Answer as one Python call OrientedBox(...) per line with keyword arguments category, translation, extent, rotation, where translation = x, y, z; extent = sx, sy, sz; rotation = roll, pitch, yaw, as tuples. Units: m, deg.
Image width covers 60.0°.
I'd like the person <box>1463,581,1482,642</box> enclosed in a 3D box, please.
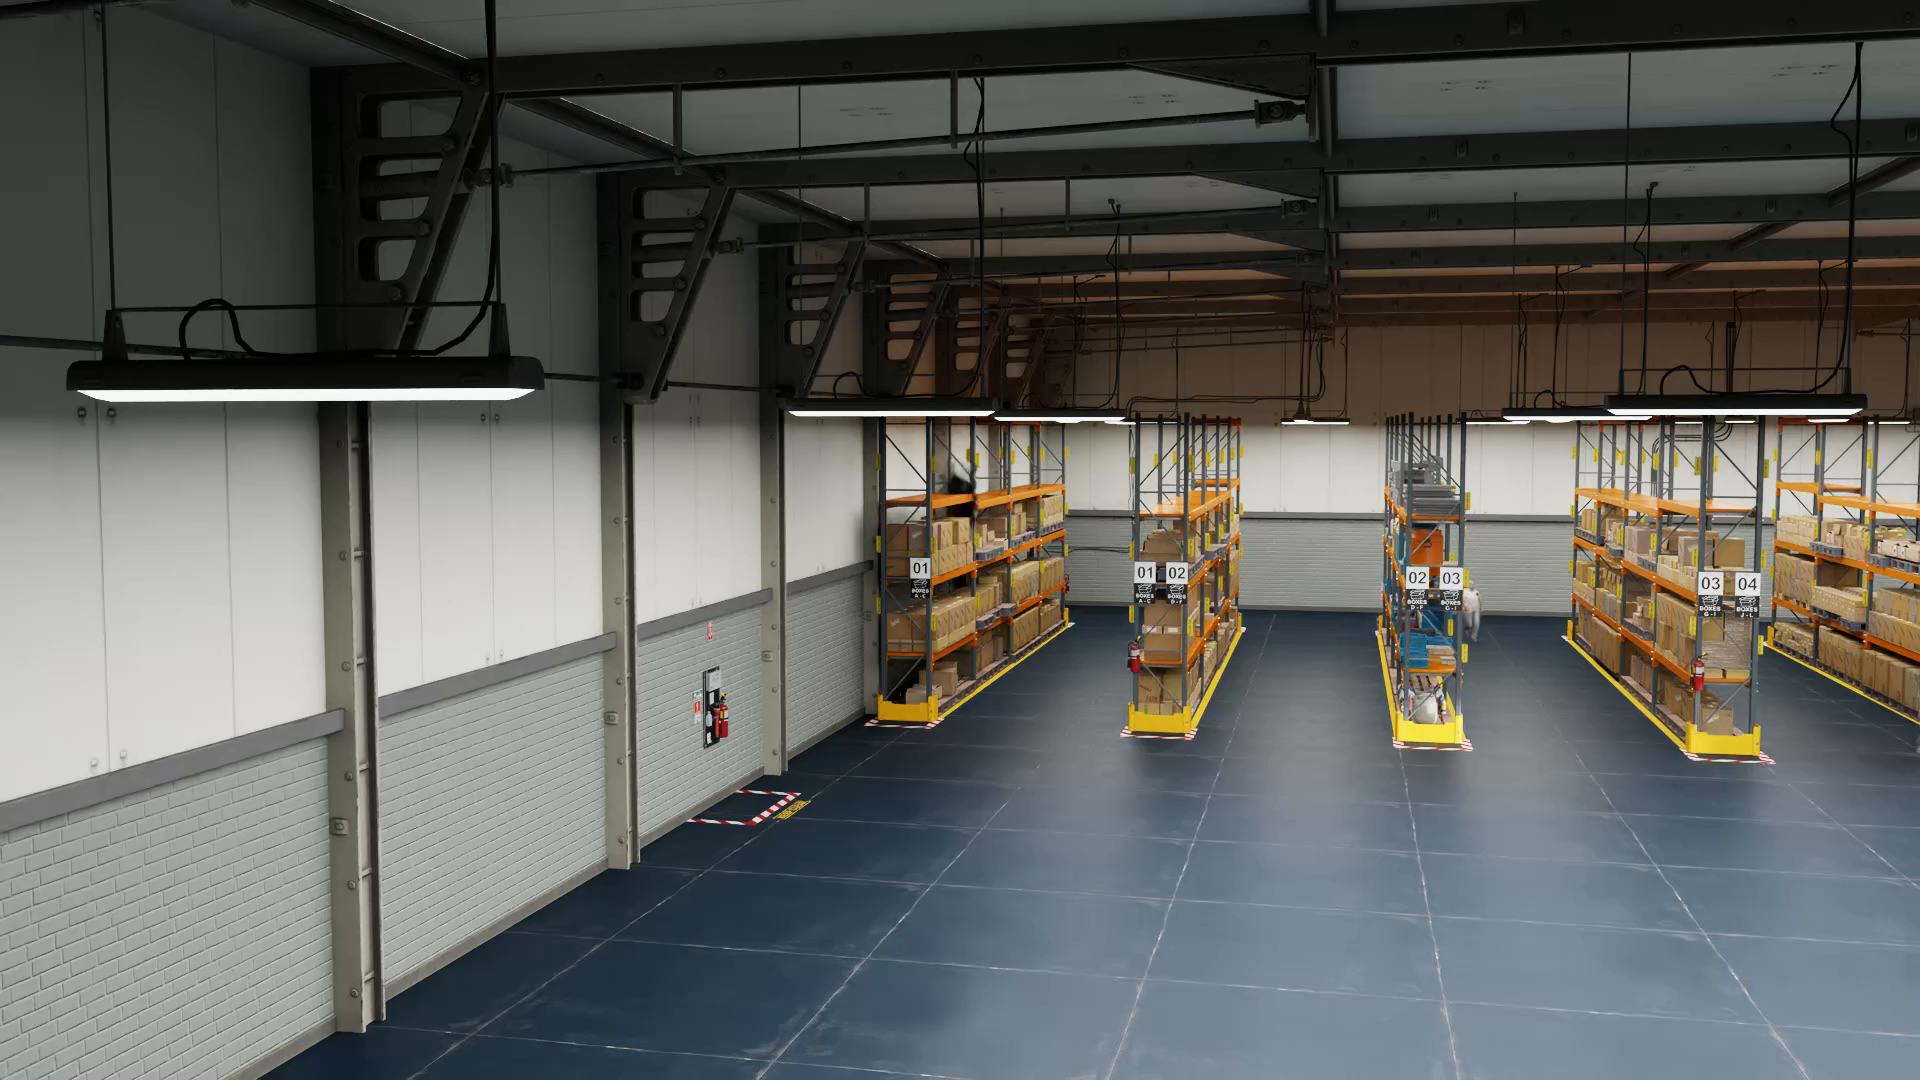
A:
OrientedBox(category="person", translation=(13.733, 1.908, 44.697), extent=(0.618, 1.627, 0.634), rotation=(0, 4, -3))
